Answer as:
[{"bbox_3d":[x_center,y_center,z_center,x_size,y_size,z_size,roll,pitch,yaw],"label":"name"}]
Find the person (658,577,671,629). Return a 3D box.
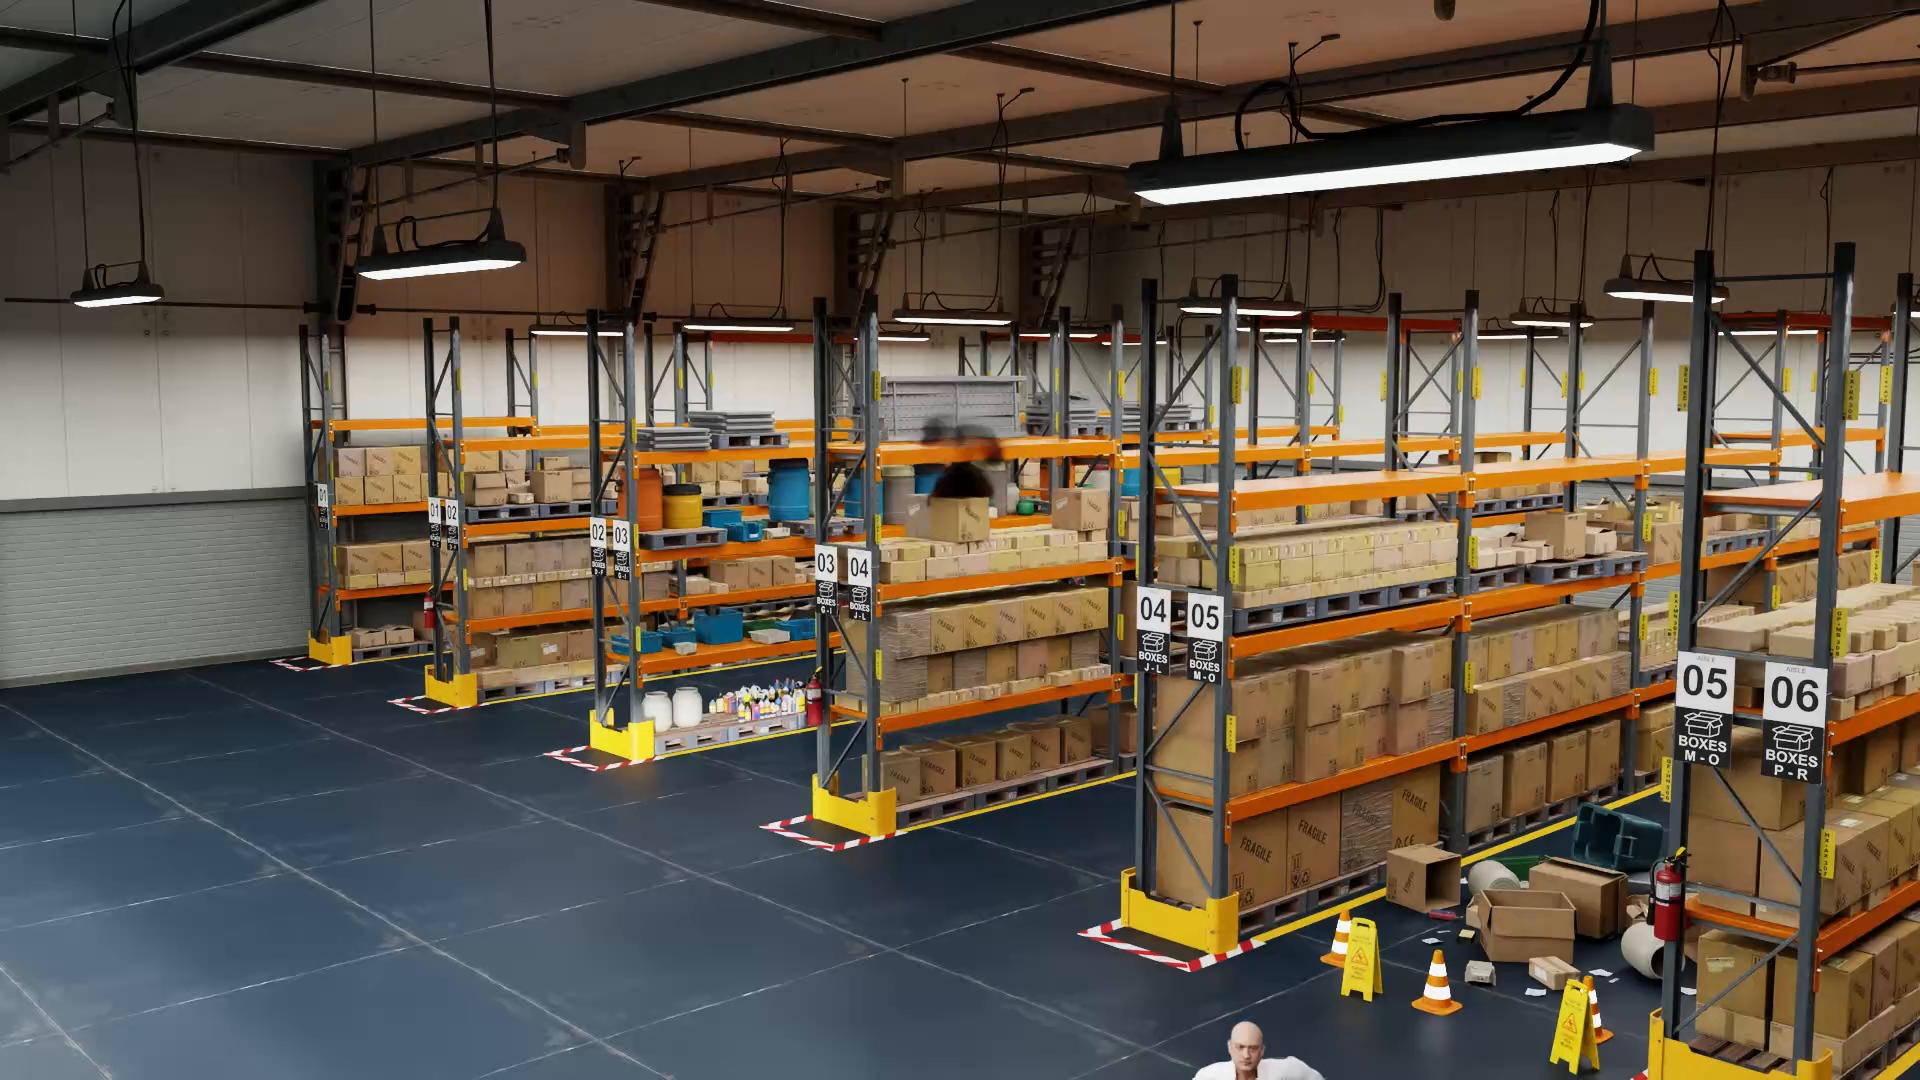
[{"bbox_3d":[-5.594,1.214,31.104,0.565,1.631,0.762,4,7,35],"label":"person"}]

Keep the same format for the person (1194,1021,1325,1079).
[{"bbox_3d":[1.574,3.400,8.861,0.759,1.727,0.794,1,6,12],"label":"person"}]
